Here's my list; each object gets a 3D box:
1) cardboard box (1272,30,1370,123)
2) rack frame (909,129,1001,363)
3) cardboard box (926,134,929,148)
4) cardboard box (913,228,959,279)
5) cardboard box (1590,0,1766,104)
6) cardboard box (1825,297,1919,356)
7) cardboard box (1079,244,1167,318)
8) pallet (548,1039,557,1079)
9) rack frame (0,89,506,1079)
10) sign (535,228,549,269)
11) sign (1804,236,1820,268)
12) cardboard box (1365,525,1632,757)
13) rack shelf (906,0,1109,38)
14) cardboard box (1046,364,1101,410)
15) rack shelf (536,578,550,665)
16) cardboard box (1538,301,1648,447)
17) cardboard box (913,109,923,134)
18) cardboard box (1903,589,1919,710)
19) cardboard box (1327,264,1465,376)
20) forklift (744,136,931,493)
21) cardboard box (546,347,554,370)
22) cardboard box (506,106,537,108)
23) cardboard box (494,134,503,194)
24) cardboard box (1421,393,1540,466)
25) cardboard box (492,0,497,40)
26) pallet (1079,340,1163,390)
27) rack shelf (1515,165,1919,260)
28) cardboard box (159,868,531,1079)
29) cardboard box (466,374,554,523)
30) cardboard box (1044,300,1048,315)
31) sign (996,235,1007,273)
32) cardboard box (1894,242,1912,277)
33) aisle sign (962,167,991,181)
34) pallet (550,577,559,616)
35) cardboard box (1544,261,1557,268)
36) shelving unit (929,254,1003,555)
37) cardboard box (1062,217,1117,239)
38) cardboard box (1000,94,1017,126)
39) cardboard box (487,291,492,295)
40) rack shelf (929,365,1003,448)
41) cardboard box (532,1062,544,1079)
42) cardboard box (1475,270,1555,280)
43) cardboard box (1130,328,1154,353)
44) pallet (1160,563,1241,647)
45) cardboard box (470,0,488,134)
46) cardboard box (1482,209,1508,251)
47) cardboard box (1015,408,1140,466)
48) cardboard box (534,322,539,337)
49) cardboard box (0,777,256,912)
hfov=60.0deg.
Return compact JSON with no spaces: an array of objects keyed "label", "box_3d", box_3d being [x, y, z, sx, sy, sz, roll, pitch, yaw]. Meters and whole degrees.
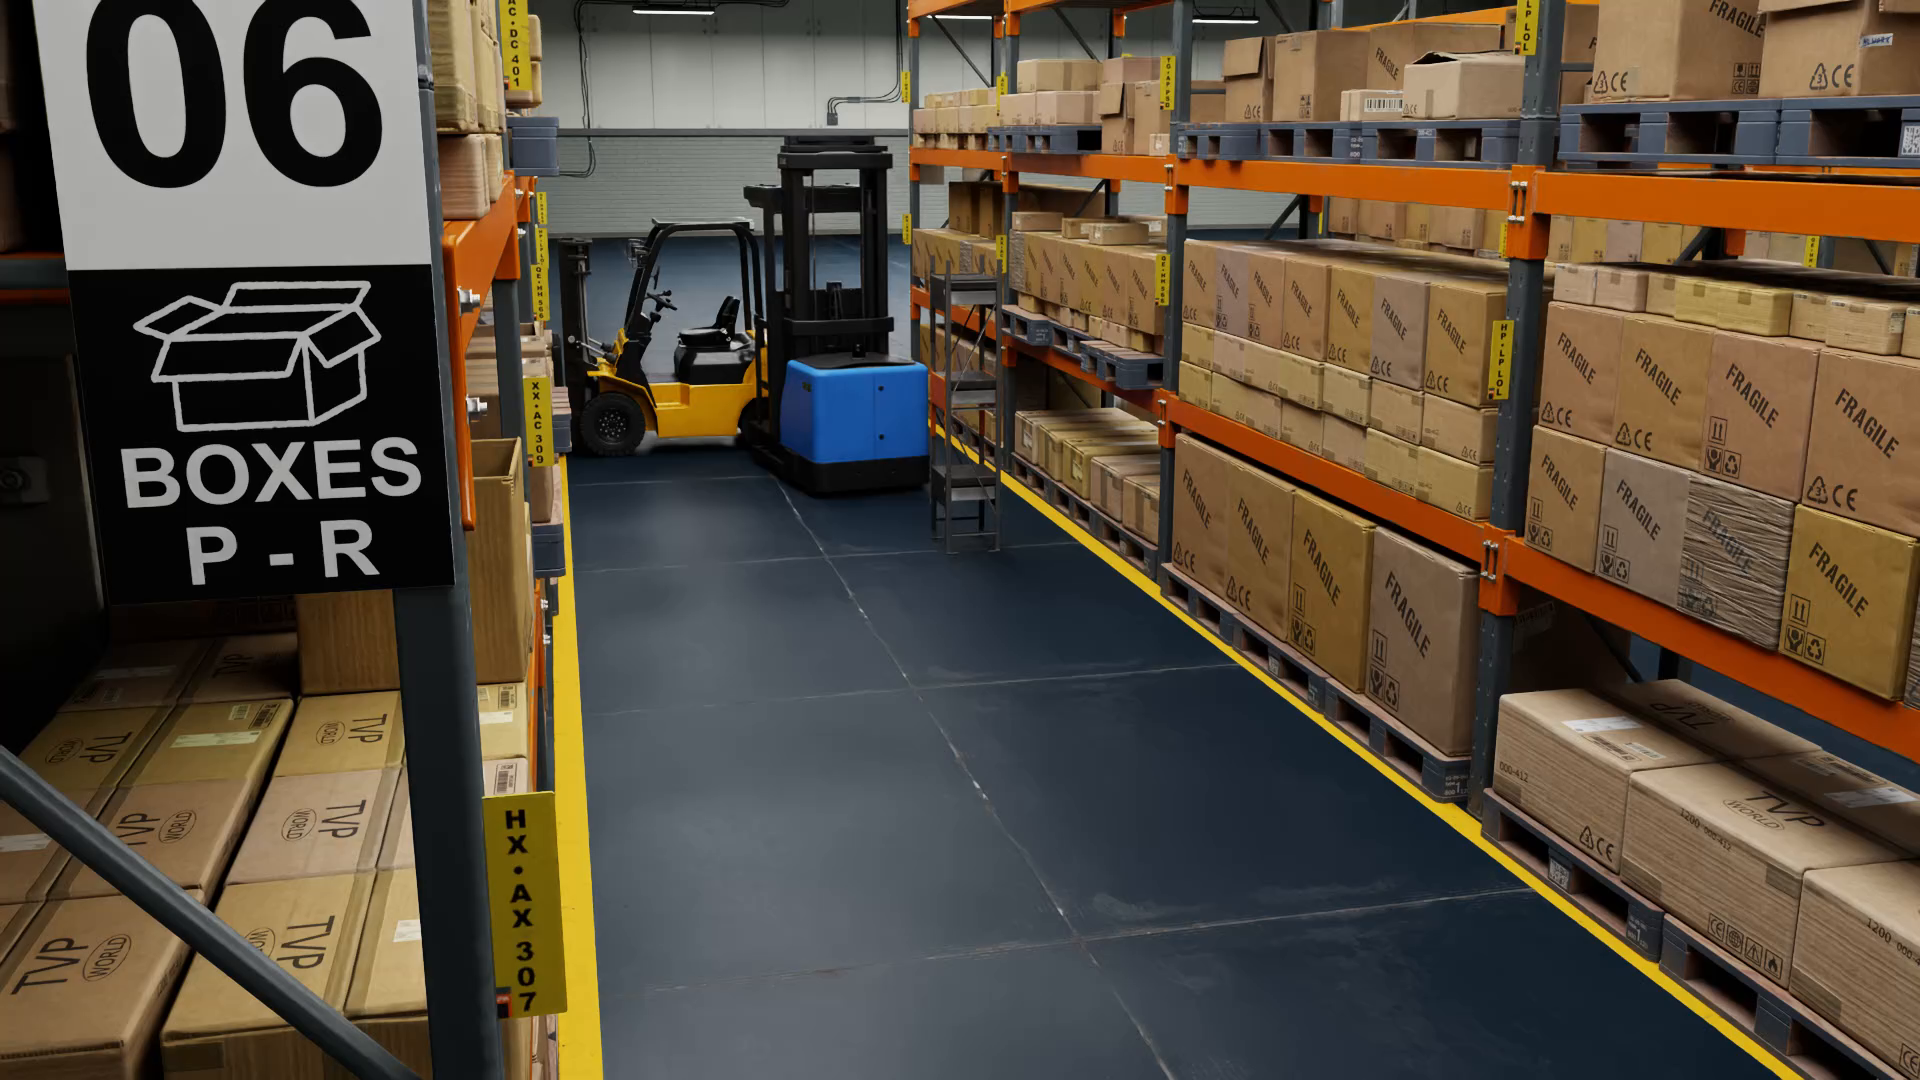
[{"label":"cardboard box","box_3d":[2.244,-2.667,9.609,0.700,0.500,0.500,-4,14,-16]},{"label":"rack frame","box_3d":[-0.052,-3.021,18.473,1.000,3.000,0.127,-3,14,-13]},{"label":"cardboard box","box_3d":[-0.141,-4.206,17.532,0.380,0.149,0.250,-4,14,-15]},{"label":"cardboard box","box_3d":[-0.210,-3.089,17.915,0.500,0.500,0.500,-4,14,-14]},{"label":"cardboard box","box_3d":[2.700,-1.864,6.109,0.500,0.500,0.500,-3,14,-12]},{"label":"cardboard box","box_3d":[2.928,-0.662,5.134,0.380,0.149,0.250,-3,14,-13]},{"label":"cardboard box","box_3d":[1.198,-1.897,12.149,0.500,0.500,0.500,-4,14,-17]},{"label":"pallet","box_3d":[-1.607,1.820,4.534,1.003,0.211,1.213,-3,14,-13]},{"label":"rack frame","box_3d":[-1.118,0.948,2.228,1.000,3.000,0.127,-3,14,-13]},{"label":"sign","box_3d":[-3.411,-2.377,13.565,0.100,0.325,0.005,-3,14,-13]},{"label":"sign","box_3d":[6.076,-2.006,11.876,0.100,0.325,0.005,-3,14,-13]},{"label":"cardboard box","box_3d":[2.543,0.437,7.911,0.875,0.875,0.875,-3,14,-11]},{"label":"rack shelf","box_3d":[0.418,-5.123,15.958,1.077,0.370,4.000,-3,14,-13]},{"label":"cardboard box","box_3d":[1.011,-1.482,15.502,0.500,0.500,0.500,-3,14,-11]},{"label":"rack shelf","box_3d":[-2.527,-0.087,7.979,1.077,0.370,4.000,-3,14,-13]},{"label":"cardboard box","box_3d":[2.643,-0.664,6.506,0.500,0.500,0.500,-3,14,-13]},{"label":"cardboard box","box_3d":[-0.193,-4.419,17.563,0.500,0.250,0.500,-4,14,-14]},{"label":"cardboard box","box_3d":[3.102,0.290,4.708,0.500,0.500,0.500,-3,14,-12]},{"label":"cardboard box","box_3d":[2.189,-1.113,8.346,0.500,0.500,0.500,-3,14,-11]},{"label":"forklift","box_3d":[-1.274,-2.122,14.939,1.130,2.935,3.031,-6,15,-22]},{"label":"cardboard box","box_3d":[-4.099,-1.658,15.696,0.500,0.250,0.500,-4,14,-14]},{"label":"cardboard box","box_3d":[-2.034,-1.949,7.196,0.380,0.149,0.250,-3,14,-12]},{"label":"cardboard box","box_3d":[-1.296,-0.890,3.960,0.380,0.149,0.250,-3,14,-12]},{"label":"cardboard box","box_3d":[2.426,-0.511,7.461,0.500,0.250,0.500,-3,14,-13]},{"label":"cardboard box","box_3d":[-1.705,-1.644,5.151,0.500,0.250,0.500,-3,14,-13]},{"label":"pallet","box_3d":[1.556,-1.241,11.590,1.213,0.211,1.003,-3,14,-13]},{"label":"rack shelf","box_3d":[3.236,-0.899,4.982,1.077,0.370,4.000,-3,14,-13]},{"label":"cardboard box","box_3d":[-0.963,0.756,2.701,0.500,0.250,0.500,-3,14,-13]},{"label":"cardboard box","box_3d":[-1.954,-0.352,6.452,0.700,0.500,0.500,-3,14,-12]},{"label":"cardboard box","box_3d":[0.901,-1.916,13.594,0.380,0.149,0.250,-2,14,-10]},{"label":"sign","box_3d":[0.362,-2.487,14.462,0.100,0.325,0.005,-3,14,-13]},{"label":"cardboard box","box_3d":[10.391,-3.068,17.828,0.875,0.500,0.500,-3,14,-13]},{"label":"aisle sign","box_3d":[0.215,-4.314,18.289,0.394,0.787,0.004,-3,14,-13]},{"label":"pallet","box_3d":[-3.153,0.264,10.900,1.003,0.211,1.213,-3,14,-13]},{"label":"cardboard box","box_3d":[5.537,-2.310,15.350,0.500,0.500,0.500,-3,14,-13]},{"label":"shelving unit","box_3d":[0.039,-0.982,12.022,0.431,2.100,0.503,-3,14,-13]},{"label":"cardboard box","box_3d":[1.009,-2.437,12.994,0.380,0.149,0.250,-2,14,-10]},{"label":"cardboard box","box_3d":[0.635,-3.529,13.664,0.500,0.250,0.500,-4,14,-15]},{"label":"cardboard box","box_3d":[-3.009,-1.531,10.794,0.380,0.149,0.250,-3,14,-13]},{"label":"rack shelf","box_3d":[0.039,-0.969,12.025,0.431,0.518,0.480,-3,14,-13]},{"label":"cardboard box","box_3d":[-1.333,1.612,3.891,0.700,0.500,0.500,-3,14,-11]},{"label":"cardboard box","box_3d":[2.796,-1.020,7.966,0.500,0.500,0.500,-3,14,-14]},{"label":"cardboard box","box_3d":[1.388,-1.378,11.391,0.380,0.149,0.250,-3,14,-12]},{"label":"pallet","box_3d":[1.939,0.365,10.488,1.003,0.211,1.213,-3,14,-13]},{"label":"cardboard box","box_3d":[-1.204,-0.934,3.298,0.500,0.250,0.500,-4,14,-15]},{"label":"cardboard box","box_3d":[5.622,-3.082,16.131,0.875,0.550,0.550,-3,14,-13]},{"label":"cardboard box","box_3d":[1.013,-0.905,14.463,0.950,0.372,0.625,-3,14,-12]},{"label":"cardboard box","box_3d":[-2.840,-1.185,10.221,0.500,0.250,0.500,-3,14,-13]},{"label":"cardboard box","box_3d":[-1.604,0.666,3.072,0.500,0.250,0.500,-3,14,-13]}]
